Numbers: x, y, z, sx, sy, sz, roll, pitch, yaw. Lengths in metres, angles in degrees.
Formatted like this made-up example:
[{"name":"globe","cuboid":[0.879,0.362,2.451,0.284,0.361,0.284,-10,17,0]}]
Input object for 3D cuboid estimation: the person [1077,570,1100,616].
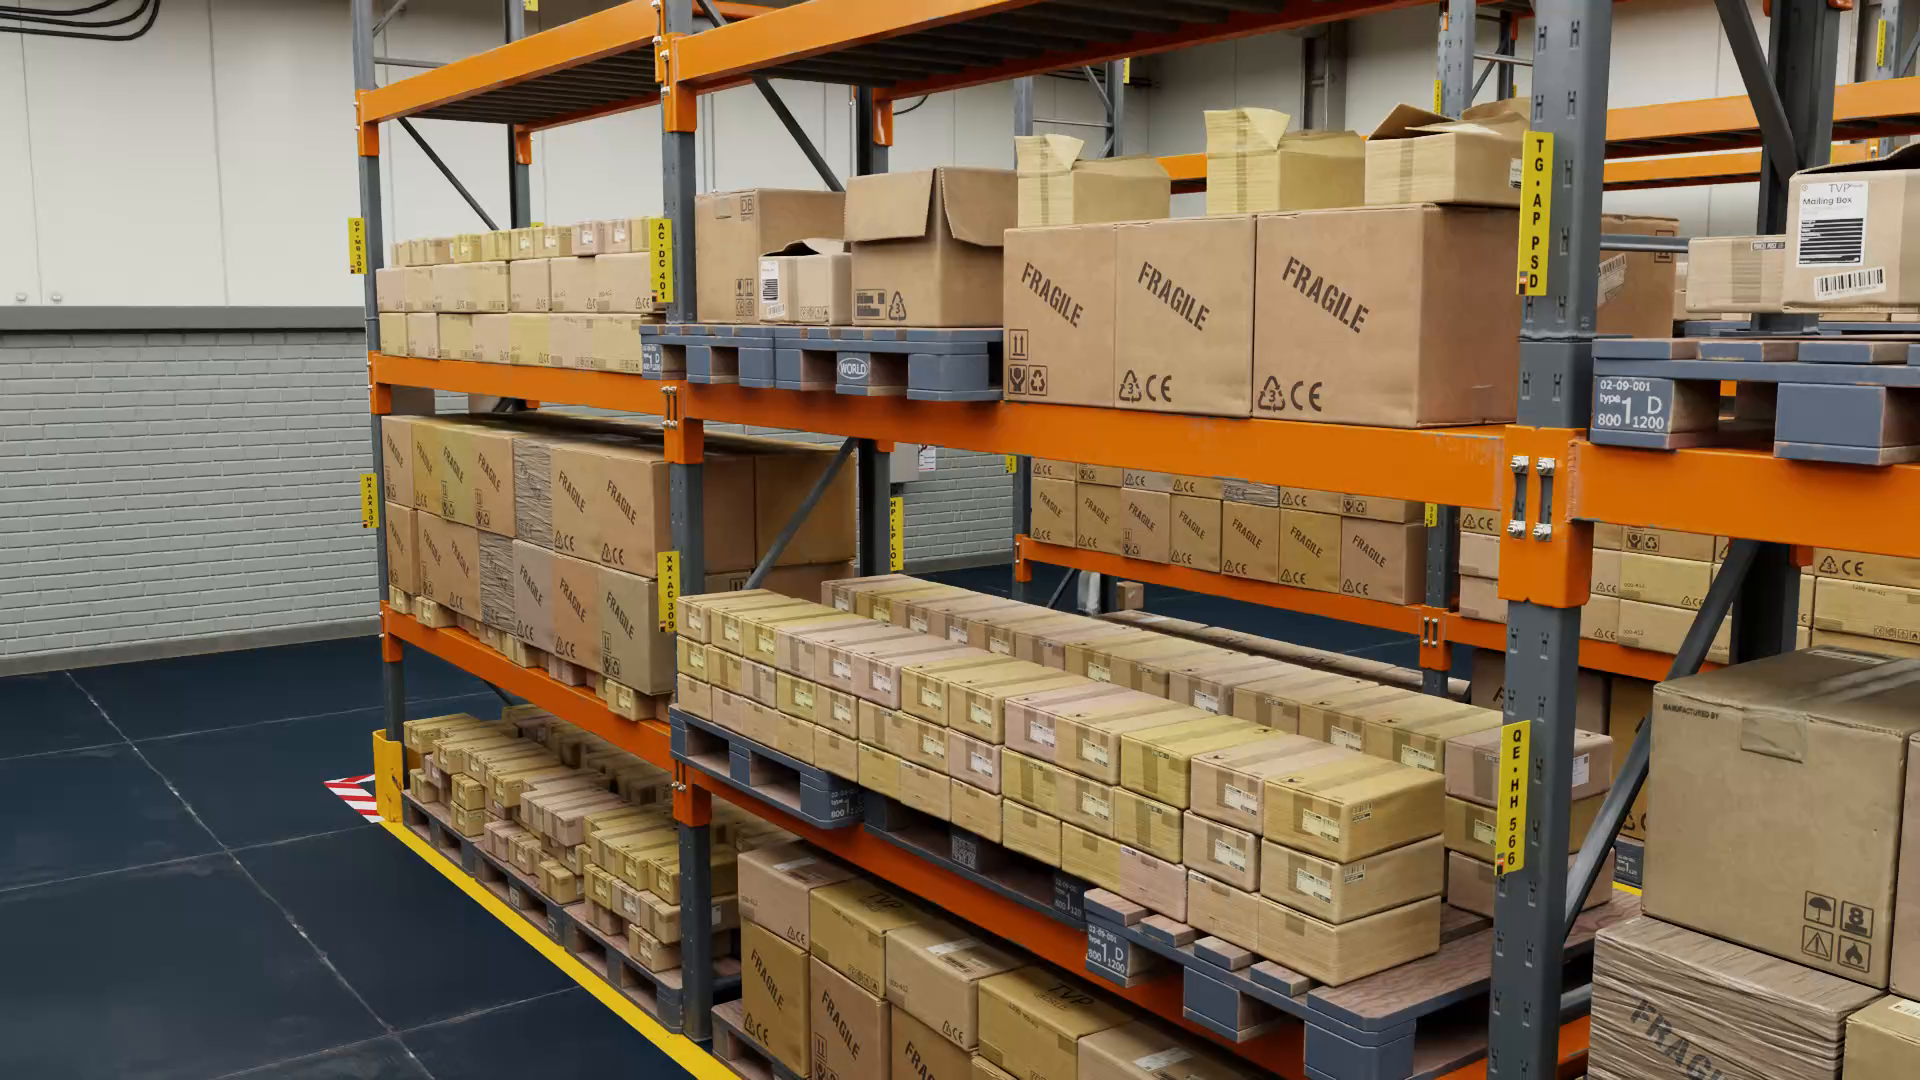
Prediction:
[{"name":"person","cuboid":[1.348,-0.023,16.904,0.428,1.777,0.481,-6,10,-35]}]
